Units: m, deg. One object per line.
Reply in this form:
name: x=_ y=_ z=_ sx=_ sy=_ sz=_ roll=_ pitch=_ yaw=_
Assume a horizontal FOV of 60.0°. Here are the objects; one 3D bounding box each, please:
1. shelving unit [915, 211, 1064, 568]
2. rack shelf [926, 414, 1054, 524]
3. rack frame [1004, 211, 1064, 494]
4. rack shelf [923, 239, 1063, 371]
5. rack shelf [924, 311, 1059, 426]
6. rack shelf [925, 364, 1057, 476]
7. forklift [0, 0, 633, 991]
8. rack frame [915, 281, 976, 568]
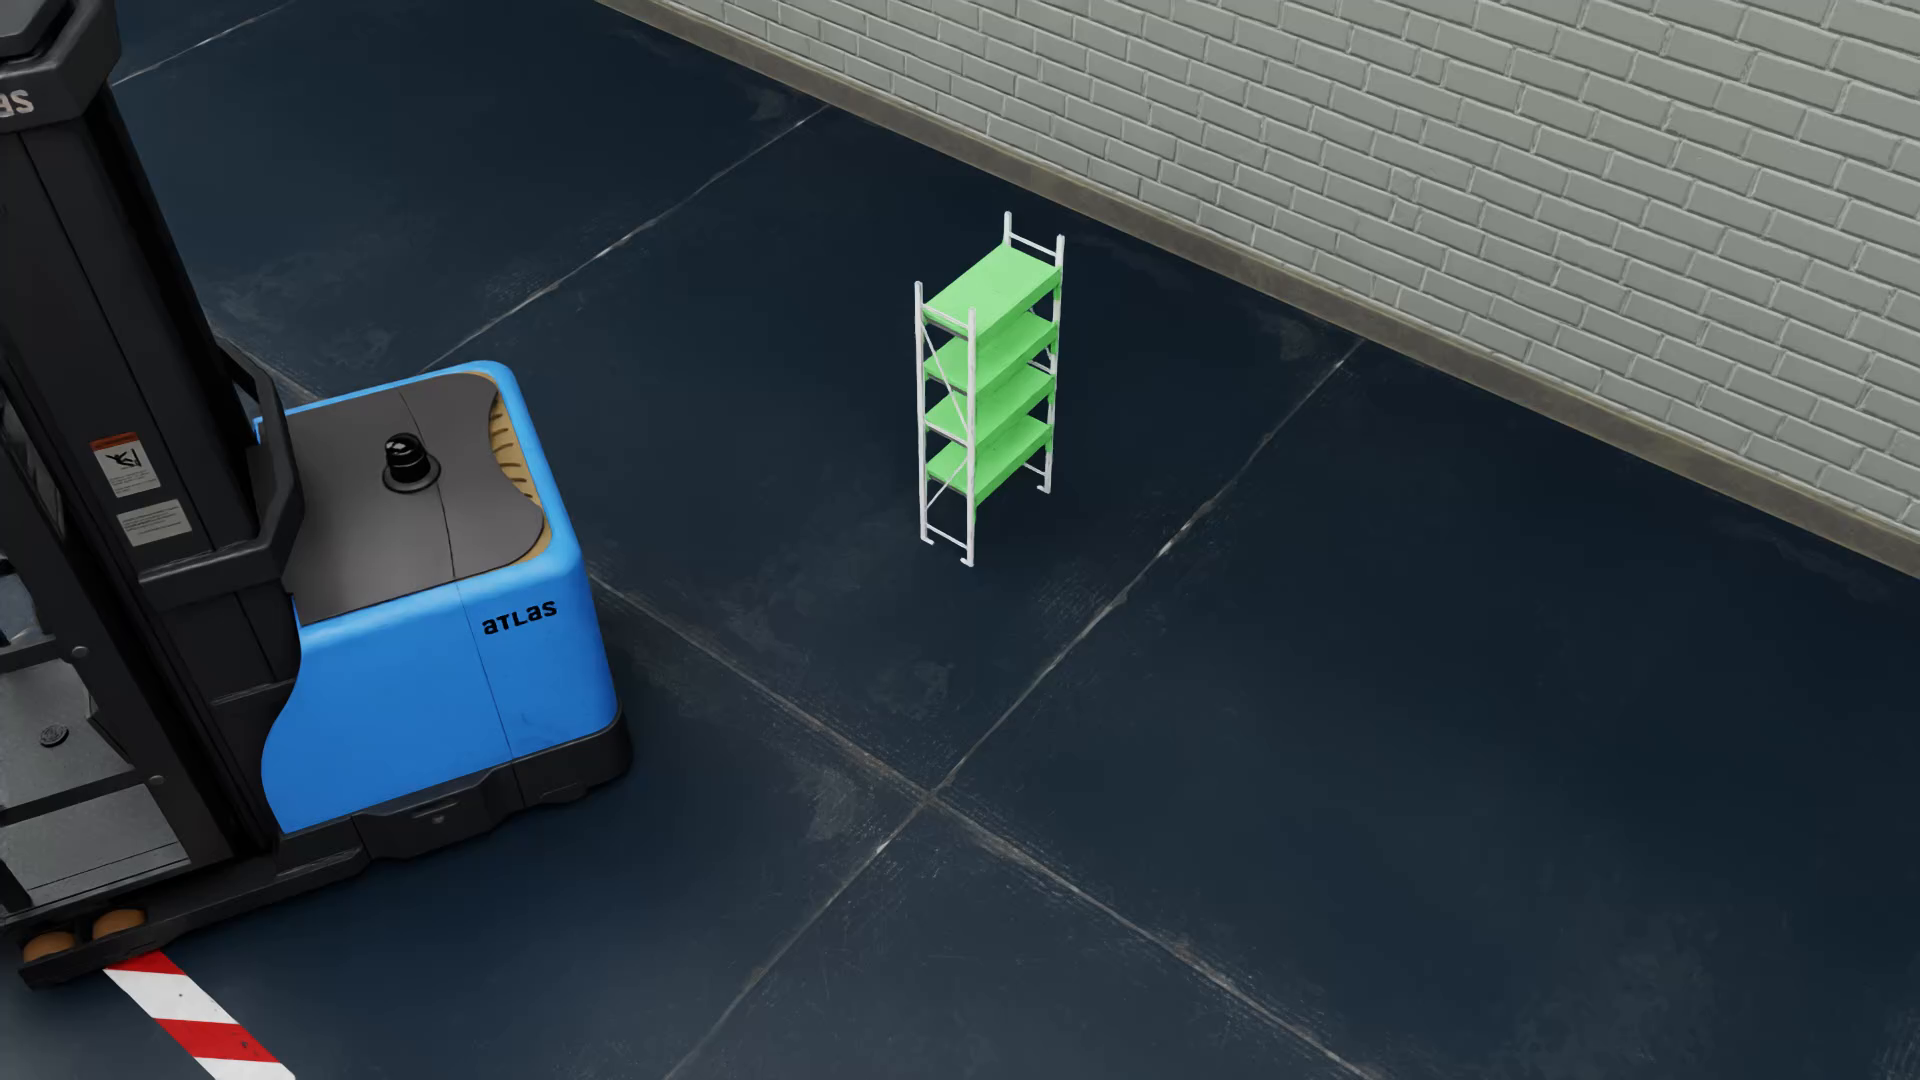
shelving unit: x=0.101 y=-0.509 z=5.907 sx=0.258 sy=1.200 sz=0.503 roll=29 pitch=53 yaw=25
rack shelf: x=0.101 y=-0.299 z=6.126 sx=0.258 sy=0.148 sz=0.480 roll=29 pitch=53 yaw=25
rack frame: x=0.250 y=-0.649 z=6.040 sx=0.240 sy=1.200 sz=0.015 roll=29 pitch=53 yaw=25
rack shelf: x=0.101 y=-0.797 z=5.606 sx=0.258 sy=0.148 sz=0.480 roll=29 pitch=53 yaw=25
rack shelf: x=0.101 y=-0.631 z=5.779 sx=0.258 sy=0.148 sz=0.480 roll=29 pitch=53 yaw=25
rack shelf: x=0.101 y=-0.465 z=5.953 sx=0.258 sy=0.148 sz=0.480 roll=29 pitch=53 yaw=25
forklift: x=-2.642 y=-0.123 z=4.341 sx=3.031 sy=2.935 sz=1.130 roll=-17 pitch=49 yaw=-16
rack frame: x=-0.048 y=-0.370 z=5.773 sx=0.240 sy=1.200 sz=0.015 roll=29 pitch=53 yaw=25
